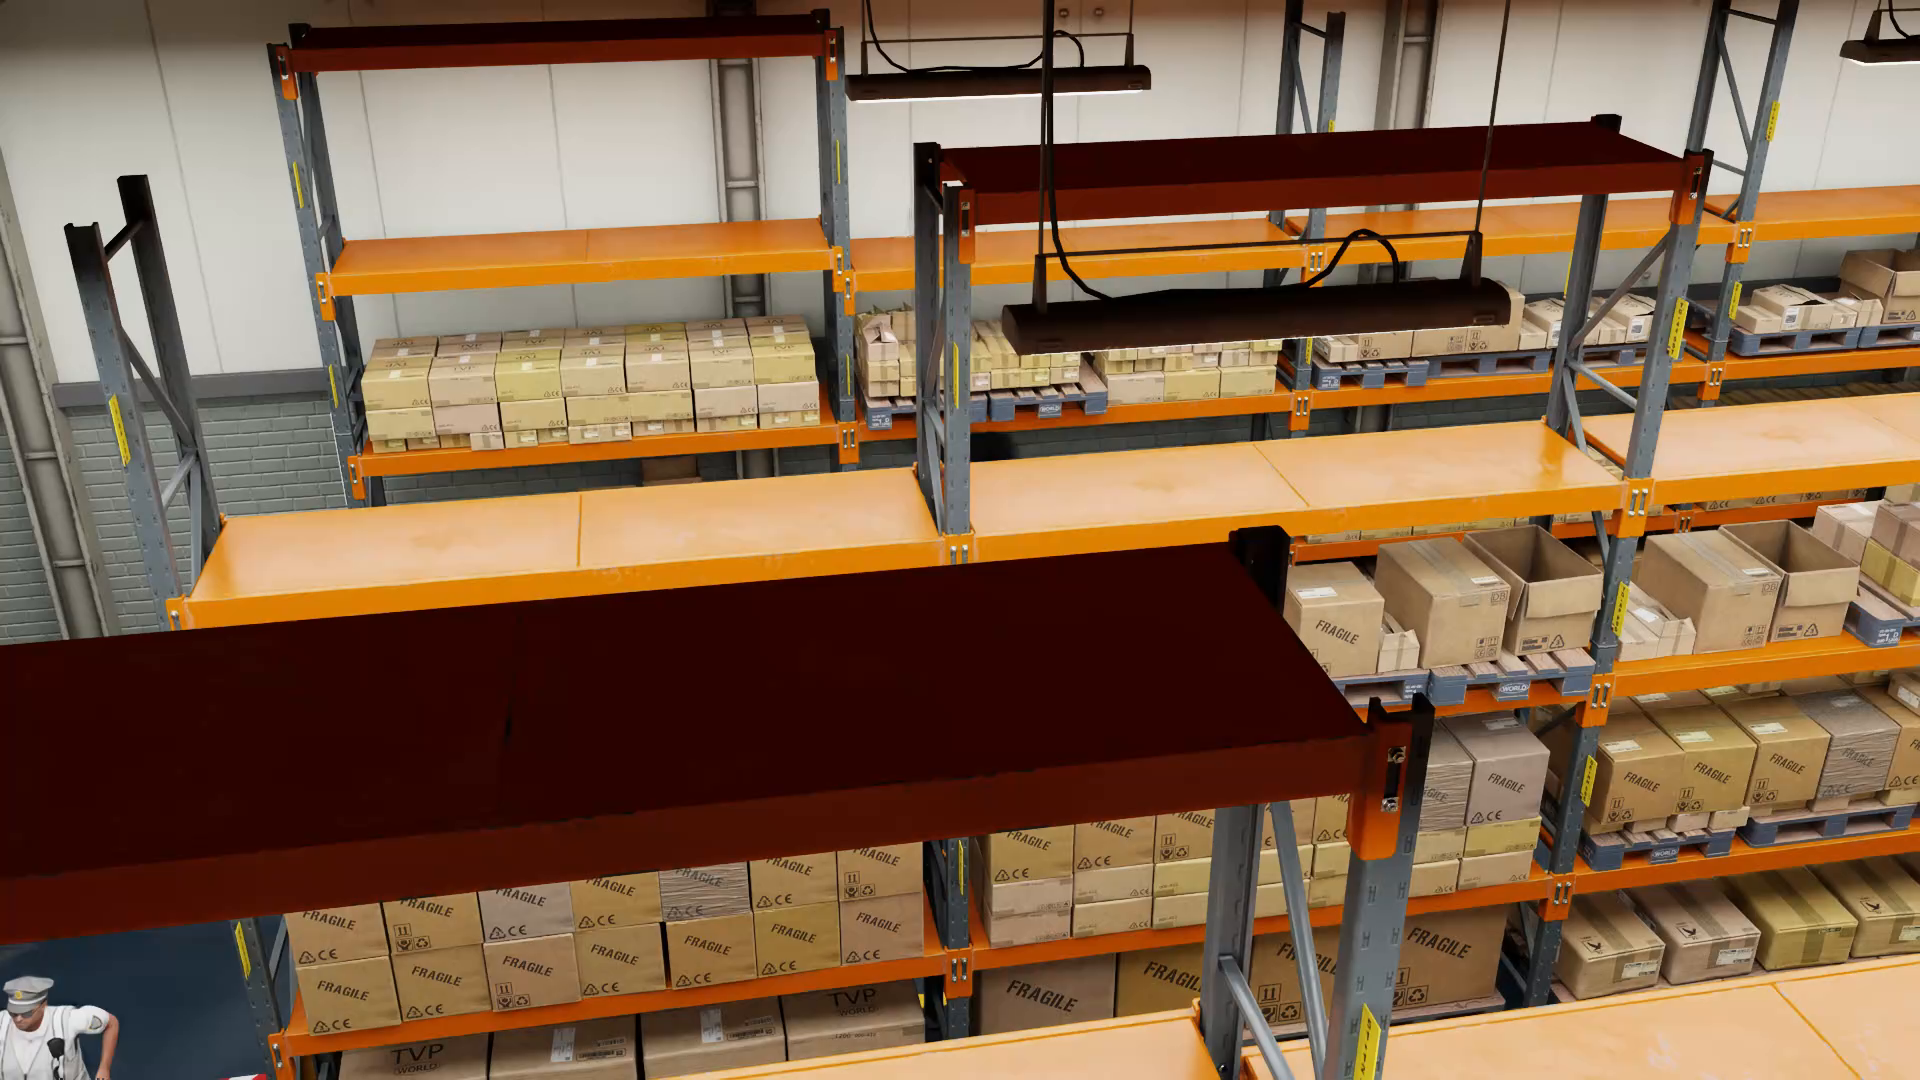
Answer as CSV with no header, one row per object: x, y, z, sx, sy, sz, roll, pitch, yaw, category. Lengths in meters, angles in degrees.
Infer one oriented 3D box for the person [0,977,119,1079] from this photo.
-5.242,3.223,9.625,0.695,1.804,0.905,2,26,3,person
